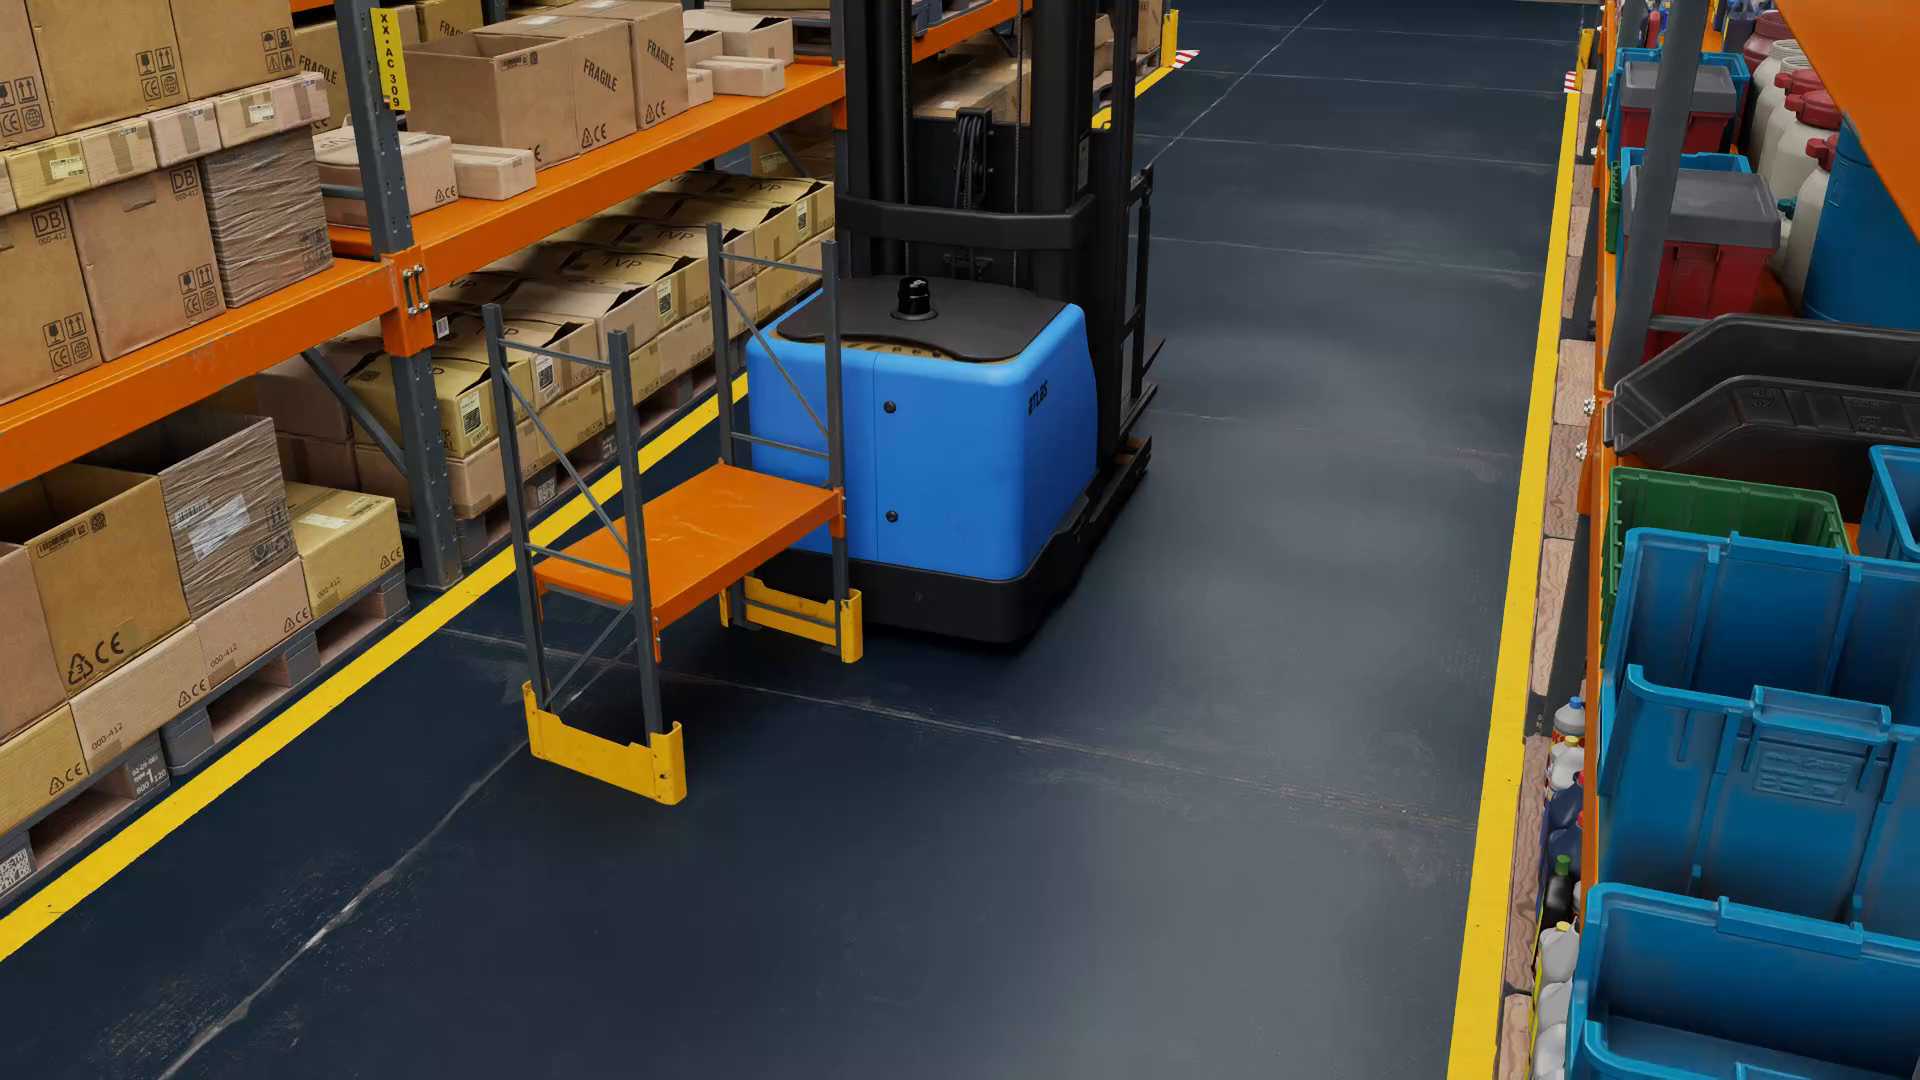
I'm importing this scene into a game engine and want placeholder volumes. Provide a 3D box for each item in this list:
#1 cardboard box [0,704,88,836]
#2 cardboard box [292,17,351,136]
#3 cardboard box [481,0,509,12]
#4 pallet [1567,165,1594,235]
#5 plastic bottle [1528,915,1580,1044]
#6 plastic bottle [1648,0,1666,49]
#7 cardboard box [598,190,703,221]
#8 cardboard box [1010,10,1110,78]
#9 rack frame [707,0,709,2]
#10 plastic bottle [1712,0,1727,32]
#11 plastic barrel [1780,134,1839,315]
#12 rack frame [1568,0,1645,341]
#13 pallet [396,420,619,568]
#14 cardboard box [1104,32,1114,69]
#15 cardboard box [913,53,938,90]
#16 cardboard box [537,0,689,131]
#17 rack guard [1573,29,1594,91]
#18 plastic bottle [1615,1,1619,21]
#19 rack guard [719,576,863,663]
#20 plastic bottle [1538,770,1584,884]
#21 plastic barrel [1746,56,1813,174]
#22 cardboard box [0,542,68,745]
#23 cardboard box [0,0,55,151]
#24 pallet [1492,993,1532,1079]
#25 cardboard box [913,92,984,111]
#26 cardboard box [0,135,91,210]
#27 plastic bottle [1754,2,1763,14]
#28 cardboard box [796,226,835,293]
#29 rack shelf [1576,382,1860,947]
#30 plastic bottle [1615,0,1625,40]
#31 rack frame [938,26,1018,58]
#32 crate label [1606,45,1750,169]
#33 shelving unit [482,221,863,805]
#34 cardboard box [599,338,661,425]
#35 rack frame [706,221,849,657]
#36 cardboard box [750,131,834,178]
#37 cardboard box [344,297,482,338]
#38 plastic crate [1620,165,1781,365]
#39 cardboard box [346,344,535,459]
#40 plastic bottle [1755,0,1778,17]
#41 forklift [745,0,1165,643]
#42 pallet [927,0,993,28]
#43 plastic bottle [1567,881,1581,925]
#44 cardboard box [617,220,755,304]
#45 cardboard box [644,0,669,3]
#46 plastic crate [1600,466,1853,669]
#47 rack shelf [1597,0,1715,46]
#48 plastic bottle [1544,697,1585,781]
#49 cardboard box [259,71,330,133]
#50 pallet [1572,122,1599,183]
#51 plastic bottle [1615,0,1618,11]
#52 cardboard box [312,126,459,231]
[{"bbox_3d":[-2.852,0.643,4.654,0.500,0.250,0.500,9,27,17],"label":"cardboard box"},{"bbox_3d":[-5.086,-3.469,12.459,0.750,0.750,0.750,9,27,17],"label":"cardboard box"},{"bbox_3d":[-4.311,-4.867,15.003,0.380,0.149,0.250,9,27,17],"label":"cardboard box"},{"bbox_3d":[4.626,-2.247,11.148,1.003,0.211,1.213,9,27,17],"label":"pallet"},{"bbox_3d":[1.395,0.993,3.792,0.144,0.351,0.185,9,27,17],"label":"plastic bottle"},{"bbox_3d":[4.030,-3.000,9.651,0.097,0.271,0.097,0,26,0],"label":"plastic bottle"},{"bbox_3d":[-1.697,-1.703,8.855,0.500,0.311,0.500,8,27,16],"label":"cardboard box"},{"bbox_3d":[0.872,-4.380,14.714,0.797,0.503,0.637,9,27,17],"label":"cardboard box"},{"bbox_3d":[-3.090,-6.893,17.545,1.000,3.000,0.127,9,27,17],"label":"rack frame"},{"bbox_3d":[4.727,-3.310,10.202,0.144,0.351,0.185,9,27,17],"label":"plastic bottle"},{"bbox_3d":[2.785,-0.948,5.110,0.433,0.535,0.433,0,26,0],"label":"plastic barrel"},{"bbox_3d":[3.591,-2.169,7.788,1.000,3.000,0.127,9,27,17],"label":"rack frame"},{"bbox_3d":[-2.202,-0.299,7.124,1.003,0.211,1.213,9,27,17],"label":"pallet"},{"bbox_3d":[1.290,-4.492,15.235,0.500,0.250,0.500,9,27,17],"label":"cardboard box"},{"bbox_3d":[-0.472,-3.369,11.769,0.500,0.250,0.500,9,27,18],"label":"cardboard box"},{"bbox_3d":[-1.622,-2.242,7.824,0.500,0.500,0.500,7,27,15],"label":"cardboard box"},{"bbox_3d":[6.249,-4.343,15.147,1.175,0.500,0.348,9,27,17],"label":"rack guard"},{"bbox_3d":[4.190,-3.354,10.464,0.097,0.201,0.097,0,26,0],"label":"plastic bottle"},{"bbox_3d":[-0.612,0.246,5.956,0.587,0.250,0.087,14,29,27],"label":"rack guard"},{"bbox_3d":[1.600,0.740,4.313,0.144,0.351,0.185,10,27,19],"label":"plastic bottle"},{"bbox_3d":[3.310,-1.593,6.469,0.421,0.512,0.421,0,26,0],"label":"plastic barrel"},{"bbox_3d":[-2.851,0.305,4.490,0.500,0.500,0.500,9,27,17],"label":"cardboard box"},{"bbox_3d":[-2.886,-1.277,4.343,0.700,0.500,0.500,9,27,17],"label":"cardboard box"},{"bbox_3d":[1.592,1.503,3.404,1.003,0.211,1.213,9,27,17],"label":"pallet"},{"bbox_3d":[-0.149,-2.744,11.339,0.500,0.500,0.500,8,27,16],"label":"cardboard box"},{"bbox_3d":[-2.639,-1.021,4.558,0.380,0.149,0.250,9,27,17],"label":"cardboard box"},{"bbox_3d":[4.569,-2.941,9.529,0.097,0.271,0.097,0,26,0],"label":"plastic bottle"},{"bbox_3d":[-1.024,-1.589,9.263,0.500,0.250,0.500,9,27,19],"label":"cardboard box"},{"bbox_3d":[1.594,0.620,2.852,1.077,0.370,4.000,9,27,17],"label":"rack shelf"},{"bbox_3d":[3.959,-3.101,9.859,0.097,0.271,0.097,0,26,0],"label":"plastic bottle"},{"bbox_3d":[0.252,-4.533,12.670,1.000,3.000,0.127,9,27,17],"label":"rack frame"},{"bbox_3d":[3.005,-1.816,7.018,0.502,0.435,0.616,9,27,17],"label":"crate label"},{"bbox_3d":[-0.860,-0.129,5.295,0.587,1.500,1.083,14,29,27],"label":"shelving unit"},{"bbox_3d":[-1.701,-0.750,7.529,0.500,0.250,0.500,8,27,16],"label":"cardboard box"},{"bbox_3d":[-0.611,-0.317,5.685,0.500,1.500,0.032,14,29,27],"label":"rack frame"},{"bbox_3d":[-0.989,-2.380,10.588,0.500,0.500,0.500,10,28,19],"label":"cardboard box"},{"bbox_3d":[-2.379,-0.872,7.138,0.500,0.311,0.500,10,27,19],"label":"cardboard box"},{"bbox_3d":[2.132,-0.797,4.882,0.402,0.464,0.583,9,27,17],"label":"plastic crate"},{"bbox_3d":[-2.038,-0.583,6.541,0.500,0.311,0.500,9,27,18],"label":"cardboard box"},{"bbox_3d":[4.558,-2.913,9.381,0.144,0.351,0.185,9,27,17],"label":"plastic bottle"},{"bbox_3d":[0.209,-1.578,6.646,1.130,2.935,3.031,9,27,17],"label":"forklift"},{"bbox_3d":[-0.436,-3.602,10.969,1.003,0.211,1.213,9,27,17],"label":"pallet"},{"bbox_3d":[1.523,0.920,4.035,0.097,0.271,0.097,0,26,0],"label":"plastic bottle"},{"bbox_3d":[-1.359,-1.420,8.271,0.500,0.311,0.500,9,27,17],"label":"cardboard box"},{"bbox_3d":[-3.395,-5.450,16.950,0.700,0.500,0.500,9,27,17],"label":"cardboard box"},{"bbox_3d":[1.542,0.087,3.371,0.450,0.188,0.662,9,27,17],"label":"plastic crate"},{"bbox_3d":[5.587,-4.311,13.037,1.077,0.370,4.000,9,27,17],"label":"rack shelf"},{"bbox_3d":[1.740,0.572,4.752,0.097,0.271,0.097,0,26,0],"label":"plastic bottle"},{"bbox_3d":[-2.299,-1.439,5.422,0.380,0.149,0.250,9,27,17],"label":"cardboard box"},{"bbox_3d":[5.130,-2.866,12.426,1.003,0.211,1.213,9,27,17],"label":"pallet"},{"bbox_3d":[4.332,-3.530,10.826,0.097,0.201,0.097,0,26,0],"label":"plastic bottle"},{"bbox_3d":[-2.288,-1.386,6.343,0.500,0.250,0.500,11,28,21],"label":"cardboard box"}]
